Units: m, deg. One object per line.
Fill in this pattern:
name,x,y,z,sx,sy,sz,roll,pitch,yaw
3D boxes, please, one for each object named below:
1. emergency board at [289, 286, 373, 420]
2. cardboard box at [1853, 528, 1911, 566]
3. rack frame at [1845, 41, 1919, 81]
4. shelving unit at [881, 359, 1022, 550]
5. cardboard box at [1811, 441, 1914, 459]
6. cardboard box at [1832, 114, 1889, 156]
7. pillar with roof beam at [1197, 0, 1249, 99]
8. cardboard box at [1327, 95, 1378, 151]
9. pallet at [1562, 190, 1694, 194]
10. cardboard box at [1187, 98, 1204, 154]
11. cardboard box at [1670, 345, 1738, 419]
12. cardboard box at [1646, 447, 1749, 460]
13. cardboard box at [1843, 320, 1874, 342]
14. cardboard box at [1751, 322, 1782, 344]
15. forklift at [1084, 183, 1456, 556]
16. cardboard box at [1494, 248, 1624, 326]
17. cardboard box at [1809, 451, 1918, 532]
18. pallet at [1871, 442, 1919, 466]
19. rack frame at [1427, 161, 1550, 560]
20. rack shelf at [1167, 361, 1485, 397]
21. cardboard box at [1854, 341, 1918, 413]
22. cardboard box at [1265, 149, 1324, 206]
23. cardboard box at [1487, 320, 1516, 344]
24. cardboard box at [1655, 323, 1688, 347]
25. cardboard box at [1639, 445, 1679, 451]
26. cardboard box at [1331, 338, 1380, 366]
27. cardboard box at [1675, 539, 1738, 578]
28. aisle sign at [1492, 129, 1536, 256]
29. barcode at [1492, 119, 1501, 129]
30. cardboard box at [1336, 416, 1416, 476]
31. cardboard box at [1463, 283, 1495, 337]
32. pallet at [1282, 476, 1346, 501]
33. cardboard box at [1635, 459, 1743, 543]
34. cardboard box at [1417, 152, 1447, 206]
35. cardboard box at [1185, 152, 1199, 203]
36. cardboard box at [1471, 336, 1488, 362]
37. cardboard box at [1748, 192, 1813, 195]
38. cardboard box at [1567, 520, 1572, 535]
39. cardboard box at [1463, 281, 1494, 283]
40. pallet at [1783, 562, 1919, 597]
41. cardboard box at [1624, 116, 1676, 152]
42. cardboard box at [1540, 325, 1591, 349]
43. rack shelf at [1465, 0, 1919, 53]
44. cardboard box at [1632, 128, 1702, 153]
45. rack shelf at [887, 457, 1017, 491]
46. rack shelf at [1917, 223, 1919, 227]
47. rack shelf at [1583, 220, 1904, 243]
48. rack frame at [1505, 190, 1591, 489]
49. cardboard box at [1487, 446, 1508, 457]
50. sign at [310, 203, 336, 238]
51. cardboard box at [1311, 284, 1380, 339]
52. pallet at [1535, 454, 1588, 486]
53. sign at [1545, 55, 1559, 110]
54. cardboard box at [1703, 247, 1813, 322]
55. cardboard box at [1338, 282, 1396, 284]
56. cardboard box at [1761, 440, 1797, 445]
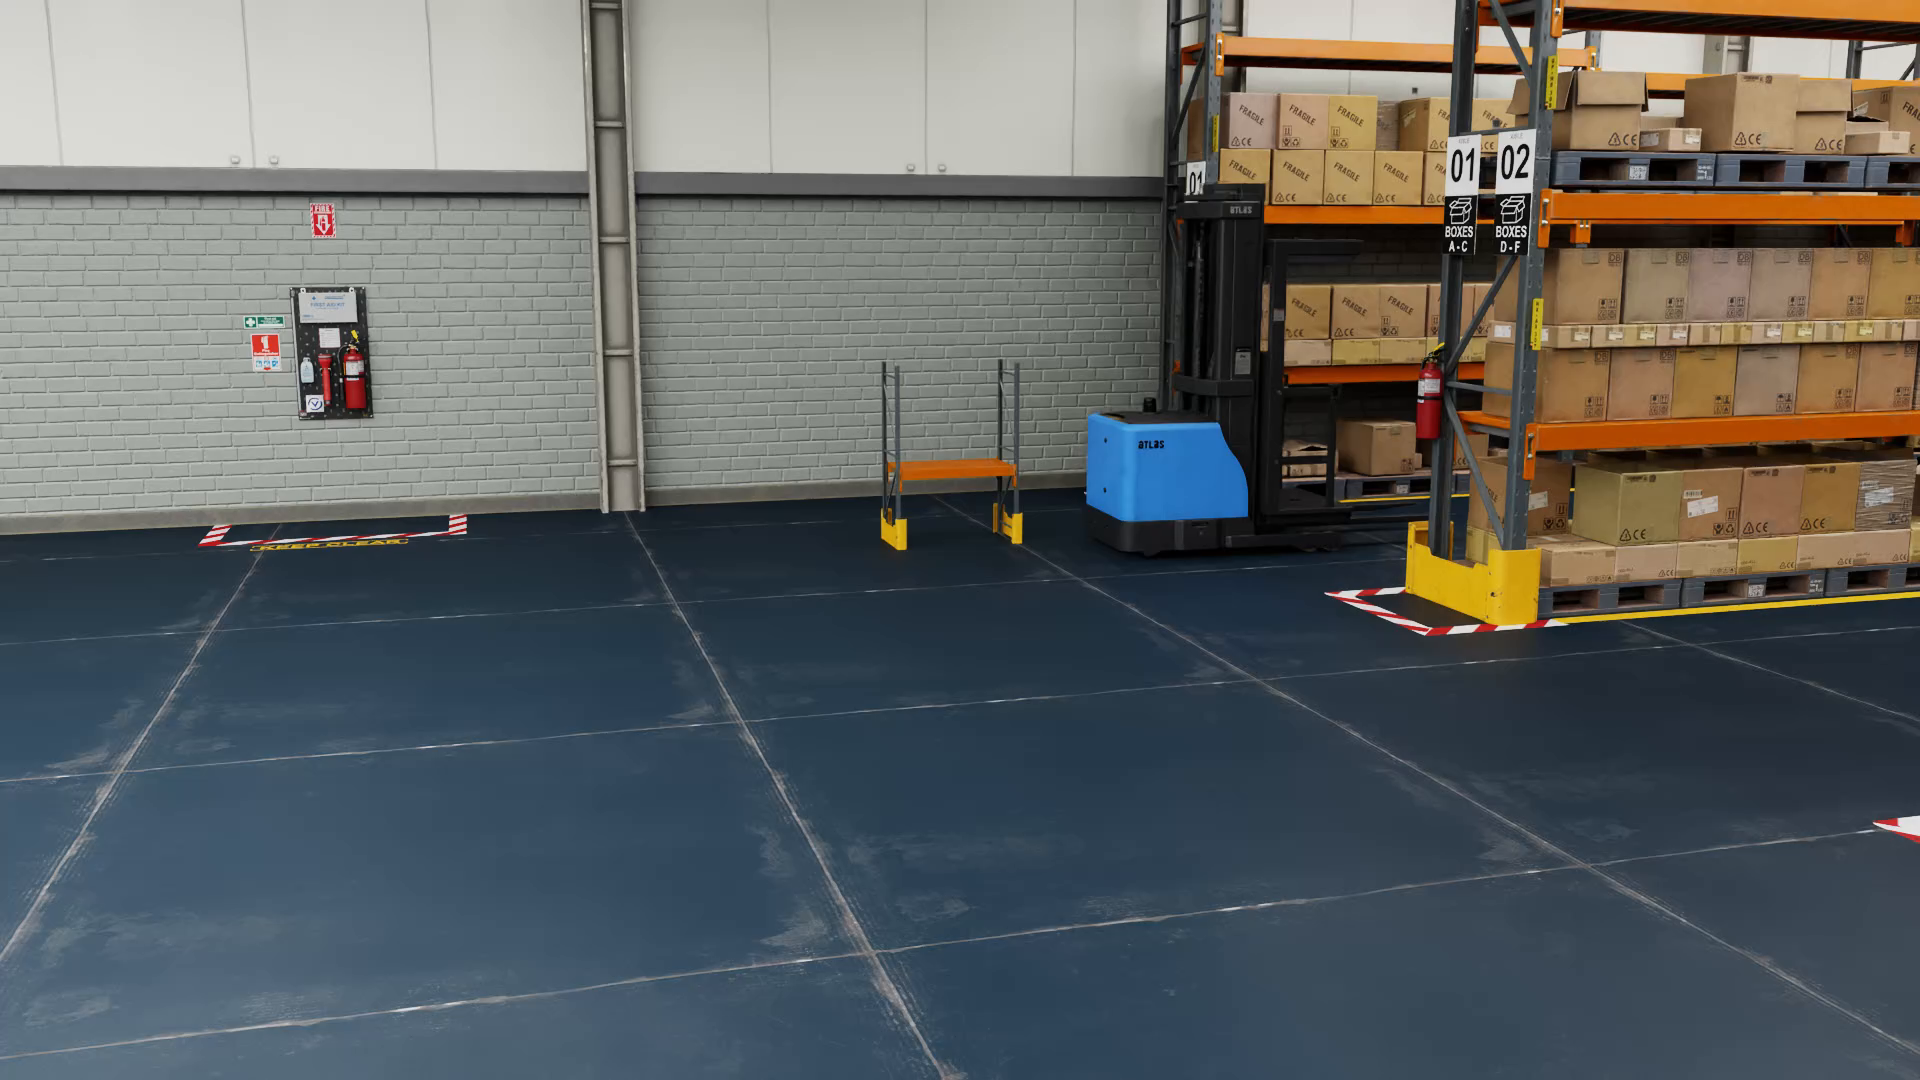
emergency board,-5.546,-1.643,14.687,0.643,1.169,0.194,-3,11,-16
cardboard box,6.530,0.010,12.142,0.500,0.250,0.500,-3,11,-16
rack frame,9.849,-5.235,17.626,0.127,3.000,1.000,-3,11,-16
shelving unit,-0.073,-0.734,13.890,1.083,1.500,0.587,-3,11,-16
cardboard box,6.864,-0.475,12.705,0.500,0.500,0.500,-3,11,-16
cardboard box,6.321,-2.921,12.041,0.500,0.311,0.500,-4,11,-19
pillar with roof beam,3.802,-4.267,12.371,0.400,9.000,9.100,-3,11,-16
cardboard box,3.591,-3.927,15.716,0.500,0.500,0.500,-3,11,-14
pallet,6.631,-3.477,16.885,1.003,0.211,1.213,-3,11,-16
cardboard box,2.509,-3.973,15.963,0.500,0.500,0.500,-3,11,-13
cardboard box,4.989,-1.141,11.681,0.500,0.500,0.700,-3,11,-16
cardboard box,5.425,-0.399,12.290,0.500,0.500,0.500,-3,11,-16
cardboard box,6.218,-1.487,11.771,0.250,0.149,0.380,-3,11,-16
cardboard box,5.469,-1.447,11.552,0.250,0.149,0.380,-3,11,-15
forklift,2.625,-1.431,13.723,3.031,2.935,1.130,-3,11,-14
cardboard box,4.059,-1.730,11.298,0.500,0.500,0.700,-3,11,-16
cardboard box,6.529,-0.359,12.076,0.500,0.500,0.500,-3,11,-16
pallet,10.627,-0.940,18.568,1.213,0.211,1.003,-3,11,-16
rack frame,3.556,-1.018,11.294,0.127,3.000,1.000,-3,11,-16
rack shelf,4.089,-1.627,16.585,4.000,0.370,1.077,-3,11,-16
cardboard box,6.468,-1.219,12.105,0.500,0.500,0.700,-3,11,-17
cardboard box,3.085,-3.408,15.658,0.500,0.500,0.500,-2,11,-12
cardboard box,3.870,-1.439,11.511,0.250,0.149,0.380,-3,11,-17
cardboard box,4.729,-1.408,11.340,0.250,0.149,0.380,-3,11,-17
cardboard box,7.193,-1.144,17.664,0.500,0.500,0.700,-3,11,-17
cardboard box,3.711,-1.838,16.107,0.500,0.250,0.500,-3,11,-17
cardboard box,5.093,0.088,11.720,0.500,0.250,0.500,-3,11,-16
aisle sign,3.579,-2.240,10.751,0.004,0.787,0.394,-3,11,-16
barcode,3.711,-2.878,11.508,0.075,0.075,0.001,-3,11,-16
cardboard box,4.123,-0.943,16.573,0.500,0.500,0.700,-4,11,-20
cardboard box,5.164,-2.283,16.449,0.500,0.500,0.500,-3,11,-16
pallet,3.031,-0.547,16.434,1.213,0.211,1.003,-3,11,-16
cardboard box,5.089,-0.283,11.663,0.500,0.500,0.500,-3,11,-16
cardboard box,4.582,-3.490,16.100,0.500,0.500,0.500,-3,11,-18
cardboard box,2.498,-3.479,16.042,0.500,0.500,0.500,-2,11,-12
cardboard box,5.158,-1.917,16.536,0.500,0.250,0.500,-3,11,-16
cardboard box,8.579,-3.771,17.618,0.637,0.503,0.797,-1,11,-8
cardboard box,4.465,0.021,12.080,0.500,0.250,0.500,-3,11,-16
cardboard box,5.499,-2.399,17.082,0.500,0.500,0.500,-3,11,-17
pallet,6.622,0.183,12.467,1.213,0.211,1.003,-3,11,-16
cardboard box,4.588,-2.799,11.551,0.500,0.250,0.500,-3,11,-16
cardboard box,3.993,-1.369,11.131,0.250,0.149,0.380,-3,11,-16
rack shelf,5.477,-3.520,11.402,4.000,0.370,1.077,-3,11,-16
cardboard box,4.735,-2.674,11.151,0.250,0.149,0.380,-3,11,-16
rack shelf,-0.082,-0.556,13.920,1.000,0.185,0.538,-3,11,-16
rack shelf,9.317,-2.444,12.737,4.000,0.370,1.077,-3,11,-16
rack shelf,7.929,-3.304,17.413,4.000,0.370,1.077,-3,11,-16
rack frame,6.009,-2.082,17.070,0.127,3.000,1.000,-3,11,-16
cardboard box,5.504,-0.872,17.111,0.250,0.166,0.380,-5,11,-23
sign,-5.581,-2.800,14.569,0.199,0.298,0.001,-3,11,-16
cardboard box,3.686,-2.205,16.024,0.500,0.500,0.500,-3,11,-18
pallet,6.756,-0.750,17.538,1.213,0.211,1.003,-3,11,-16
sign,3.706,-2.866,10.410,0.005,0.325,0.100,-3,11,-16
cardboard box,5.527,-1.808,11.725,0.500,0.500,0.700,-3,11,-16
cardboard box,4.026,-2.321,16.658,0.500,0.500,0.500,-3,11,-15
cardboard box,8.646,-1.220,18.077,0.500,0.500,0.700,-3,11,-16
